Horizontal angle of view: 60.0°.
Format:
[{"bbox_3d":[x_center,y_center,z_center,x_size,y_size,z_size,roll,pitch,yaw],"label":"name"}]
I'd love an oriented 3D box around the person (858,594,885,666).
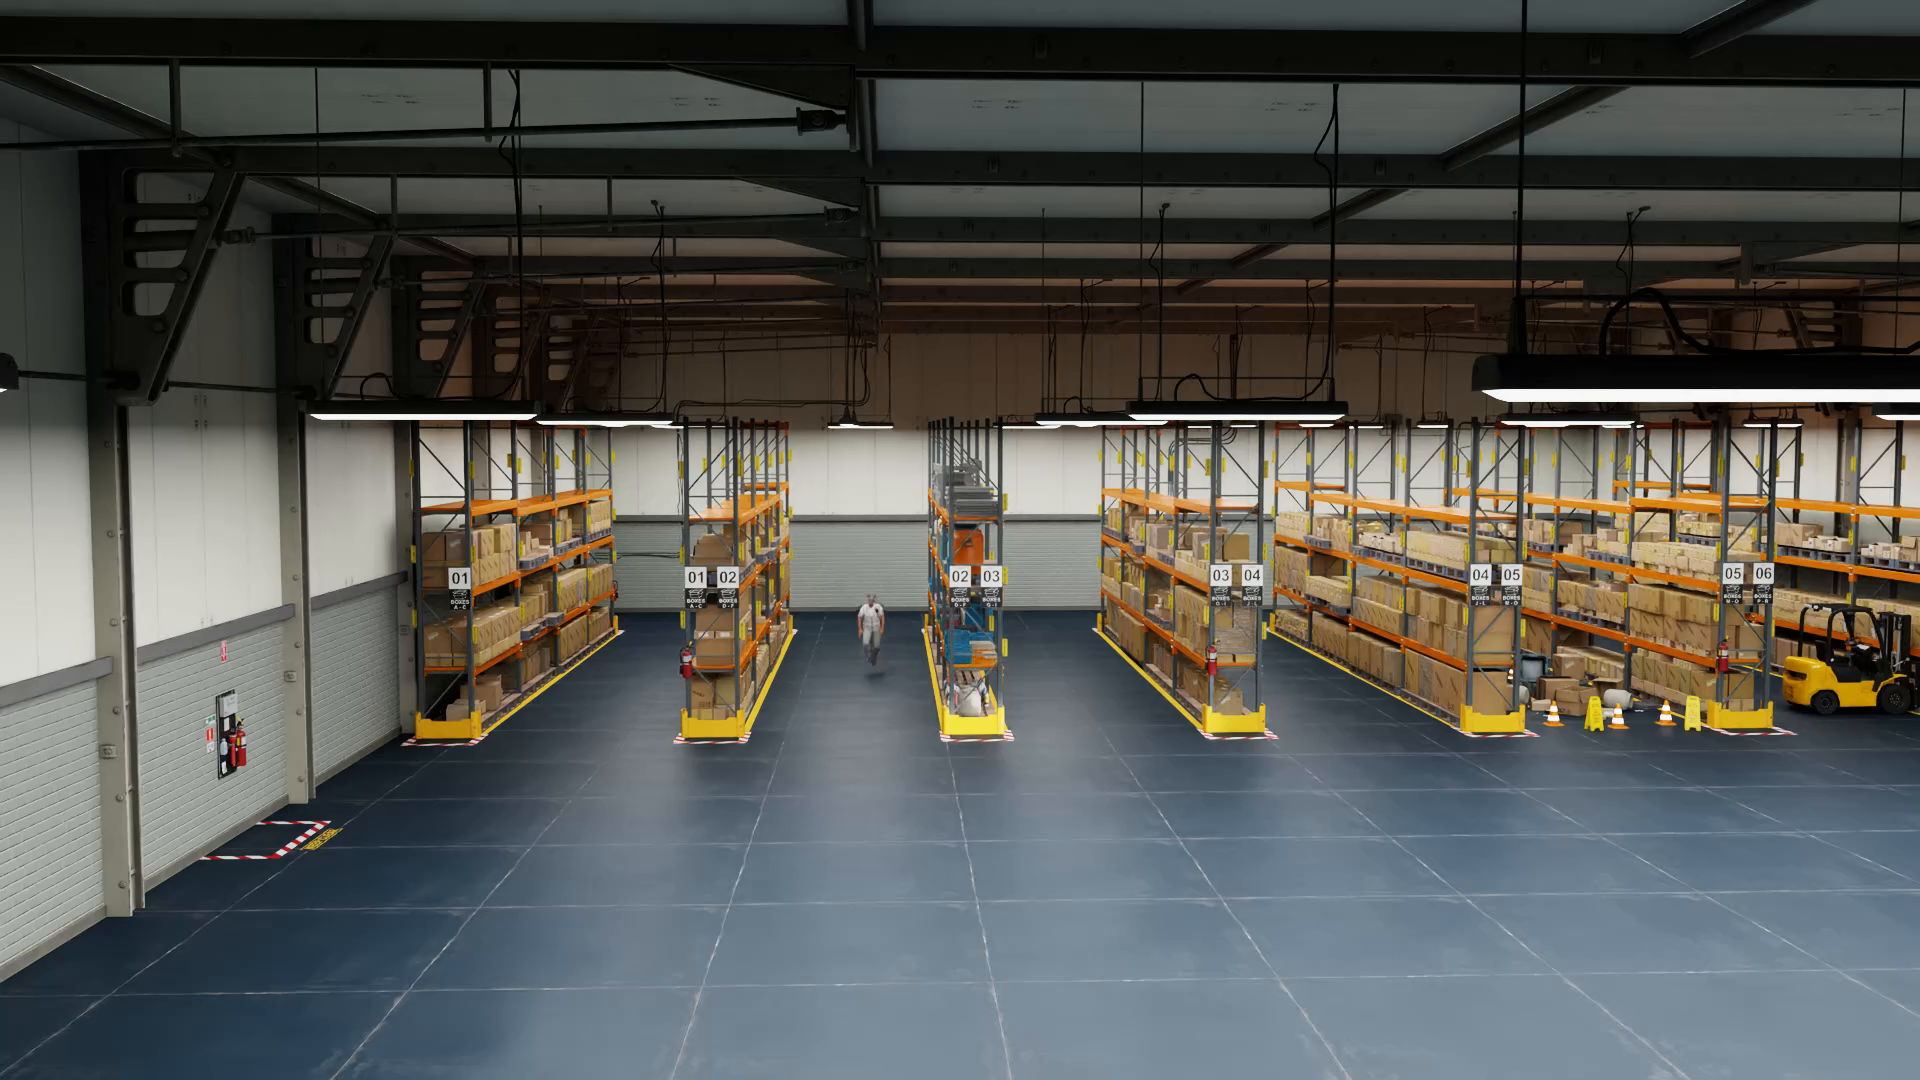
[{"bbox_3d":[-2.111,2.144,39.493,0.636,1.762,0.688,0,4,-5],"label":"person"}]
